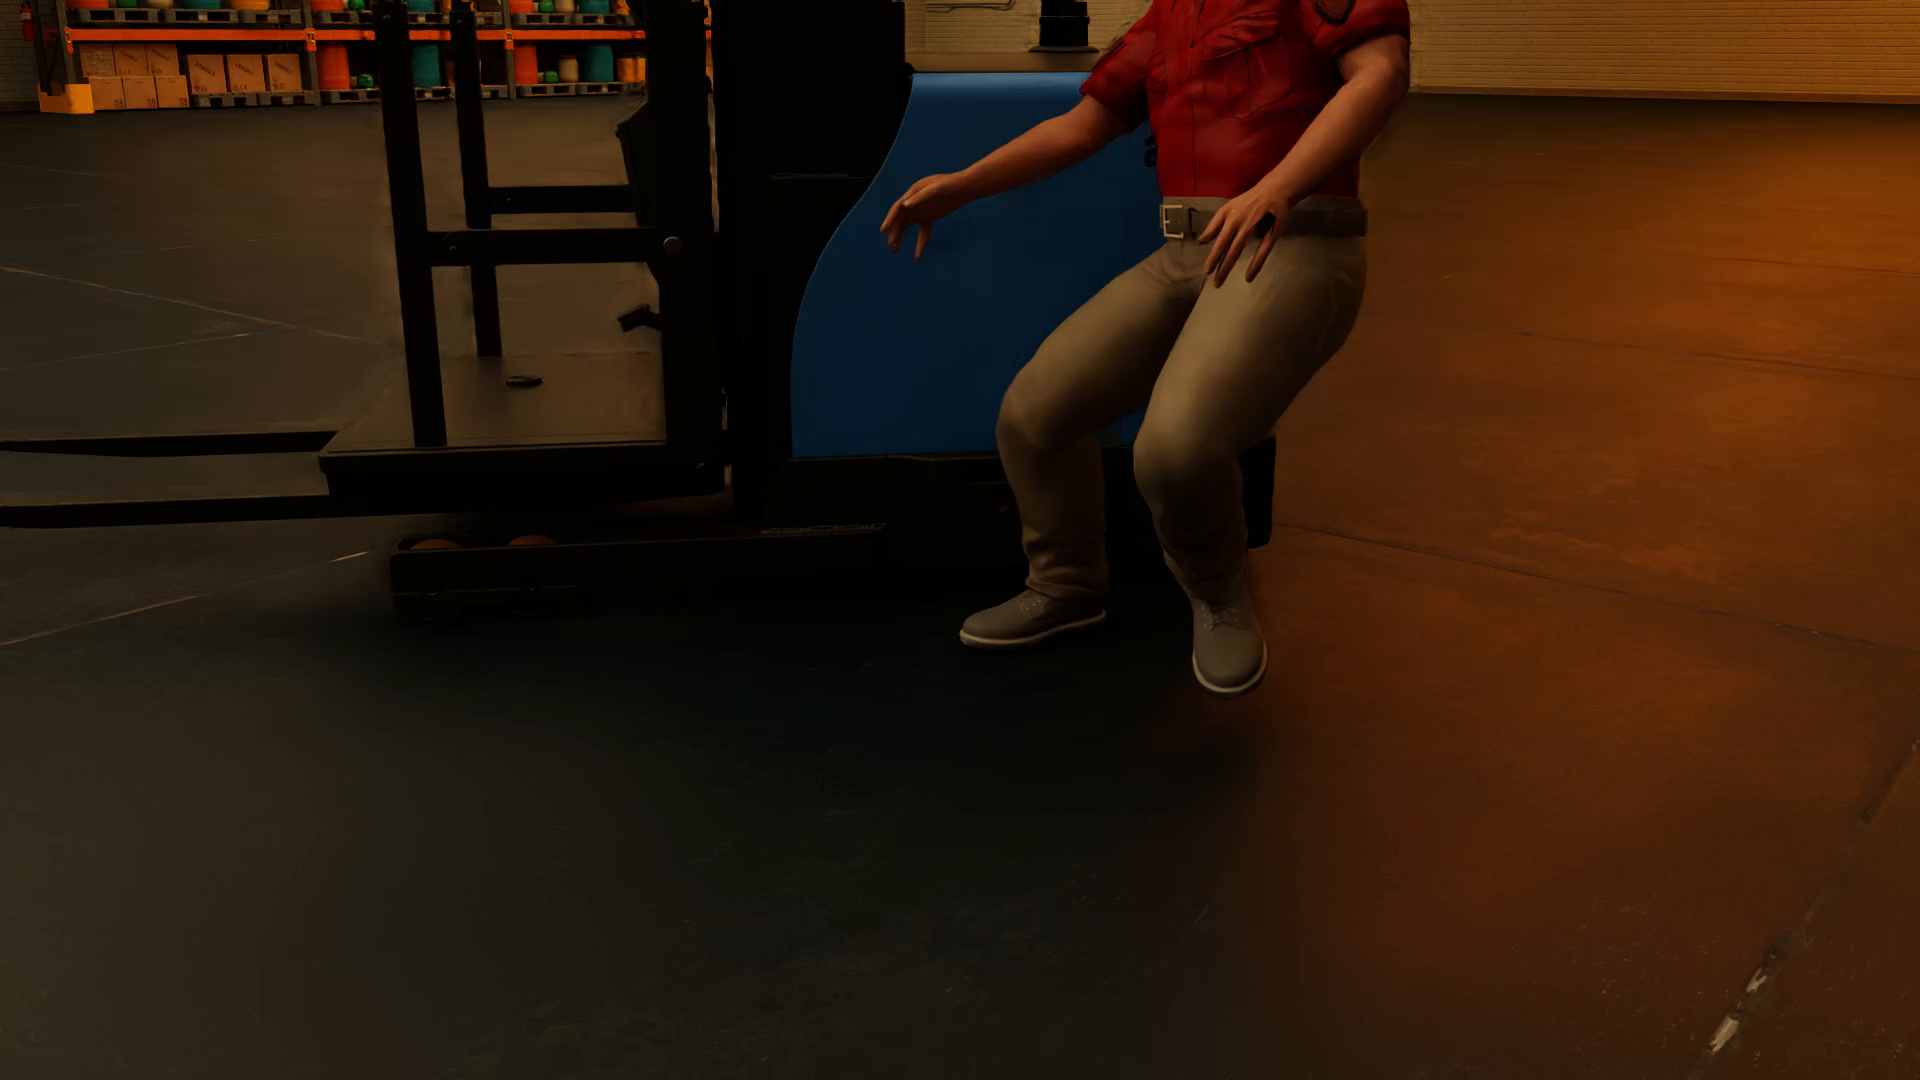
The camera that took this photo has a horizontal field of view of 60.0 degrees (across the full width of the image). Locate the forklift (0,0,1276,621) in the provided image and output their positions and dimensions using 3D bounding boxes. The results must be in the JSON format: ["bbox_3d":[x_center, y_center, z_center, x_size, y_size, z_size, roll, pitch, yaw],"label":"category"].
[{"bbox_3d":[-0.869,-1.401,3.510,3.031,2.935,1.130,-2,17,-8],"label":"forklift"}]

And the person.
[{"bbox_3d":[0.315,-0.474,2.805,0.703,1.562,0.804,-9,19,-26],"label":"person"}]
